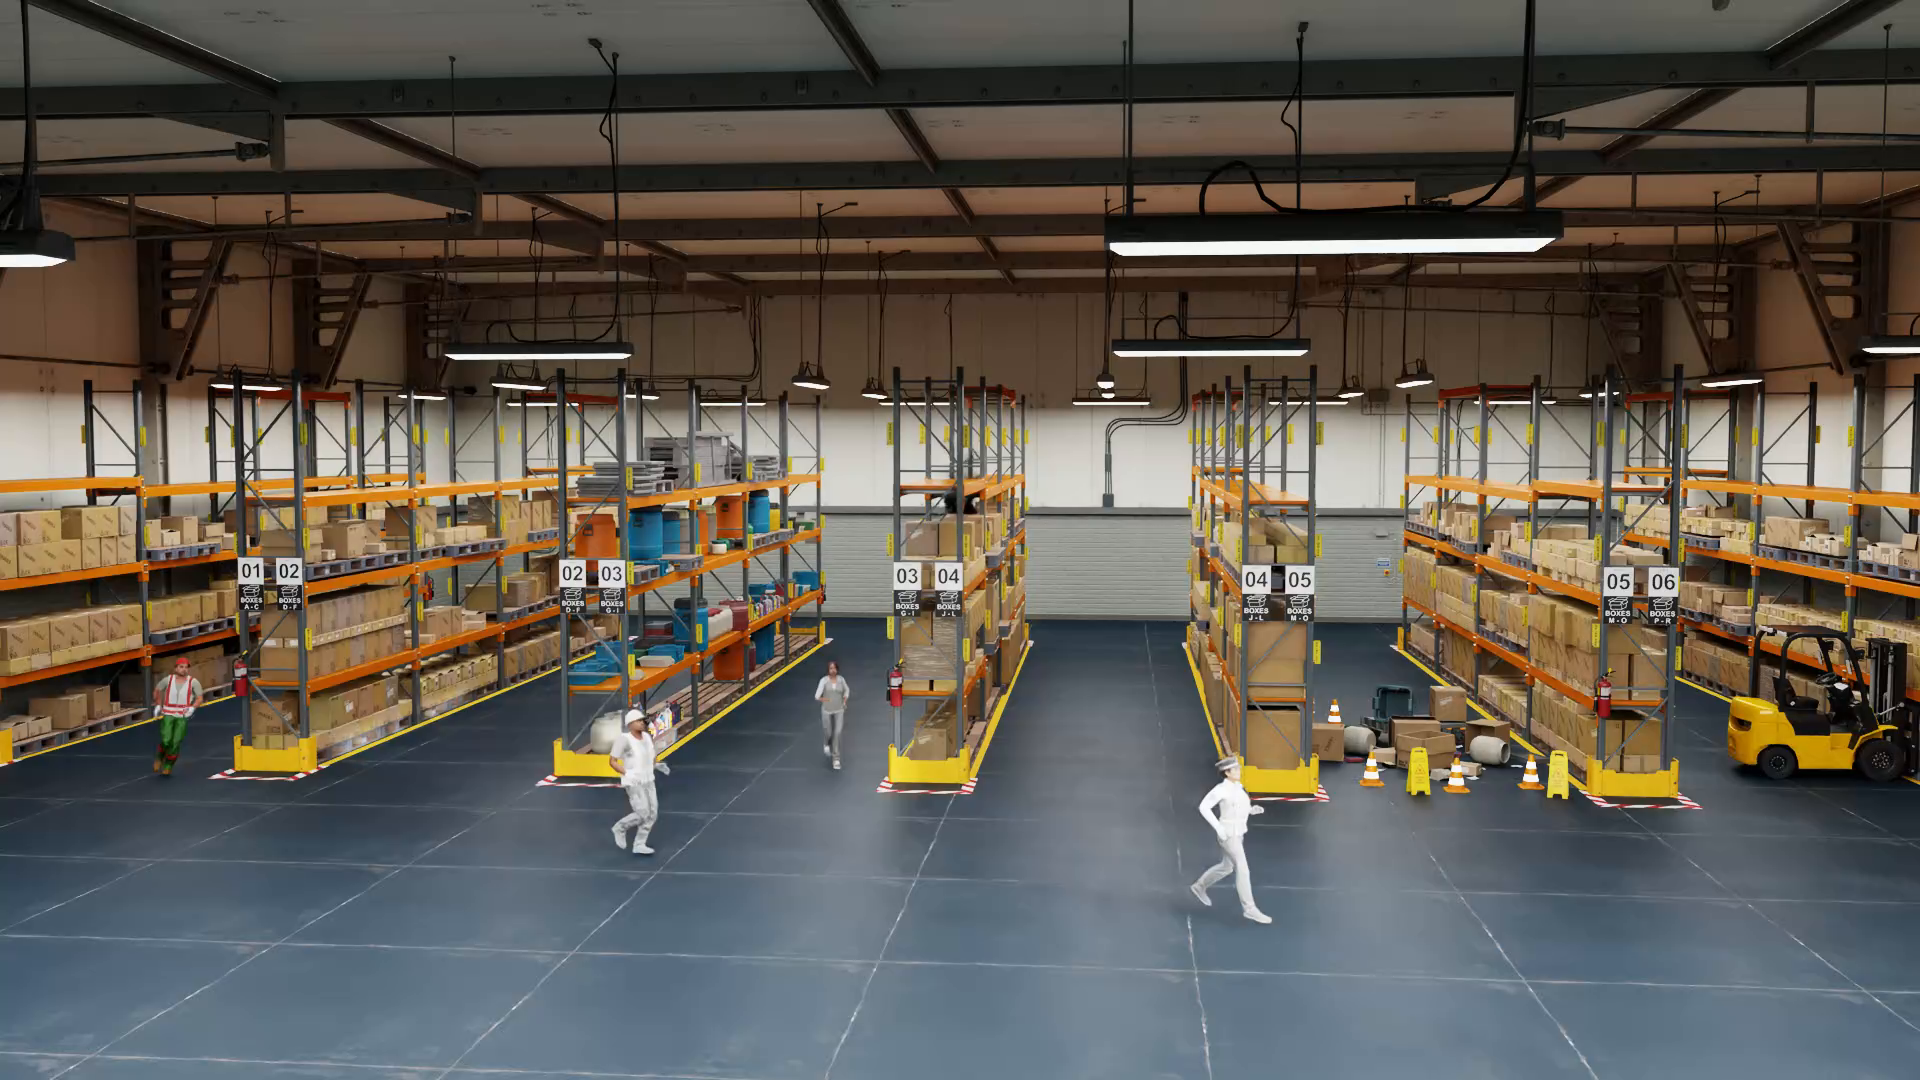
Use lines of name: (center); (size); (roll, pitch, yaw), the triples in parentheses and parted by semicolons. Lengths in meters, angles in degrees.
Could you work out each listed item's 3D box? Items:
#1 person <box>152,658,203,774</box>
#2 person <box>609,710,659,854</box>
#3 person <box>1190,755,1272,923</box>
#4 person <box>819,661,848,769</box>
person: (-11.572, 2.610, 24.591); (0.708, 1.736, 0.559); (-2, 4, -26)
person: (-3.845, 2.897, 19.903); (0.601, 1.733, 0.679); (2, 4, 27)
person: (2.791, 3.061, 17.219); (0.939, 1.684, 0.558); (2, 4, 31)
person: (-1.926, 2.621, 25.195); (0.508, 1.574, 0.867); (-1, 4, -10)
